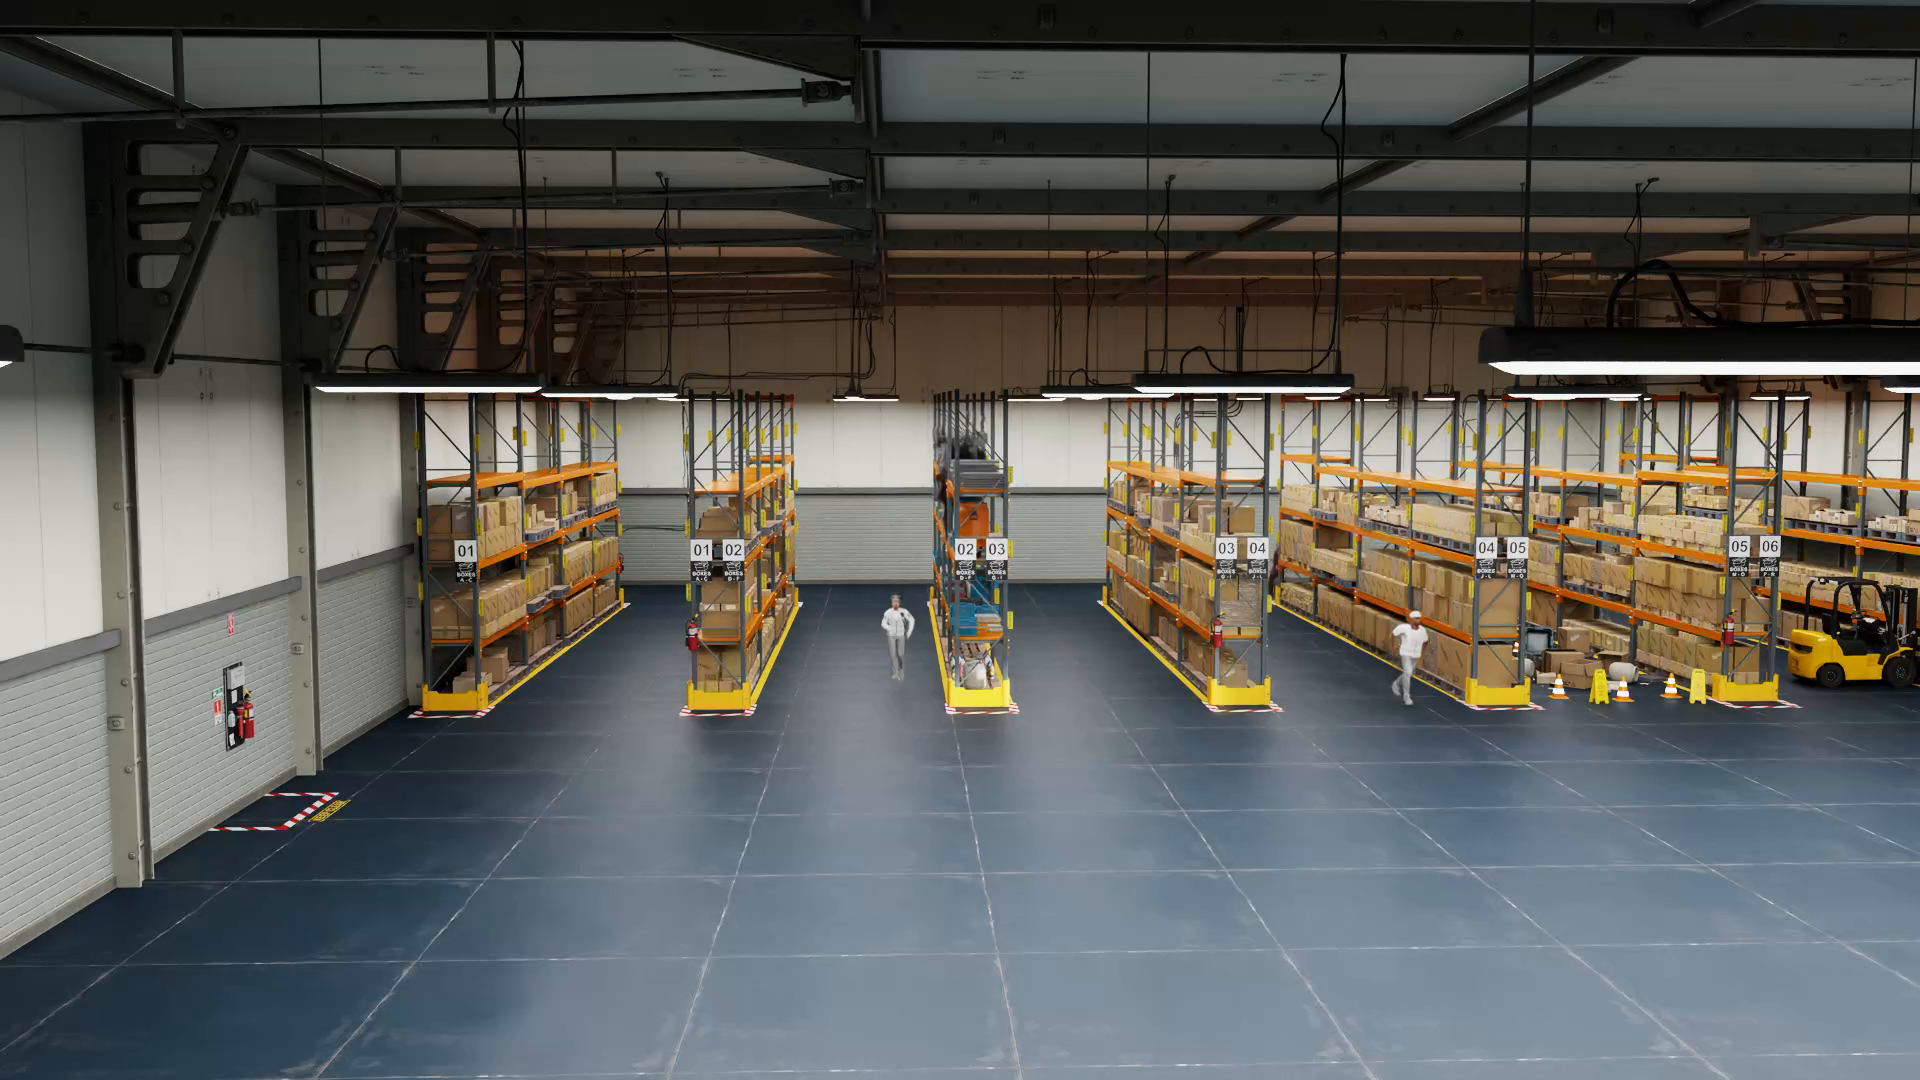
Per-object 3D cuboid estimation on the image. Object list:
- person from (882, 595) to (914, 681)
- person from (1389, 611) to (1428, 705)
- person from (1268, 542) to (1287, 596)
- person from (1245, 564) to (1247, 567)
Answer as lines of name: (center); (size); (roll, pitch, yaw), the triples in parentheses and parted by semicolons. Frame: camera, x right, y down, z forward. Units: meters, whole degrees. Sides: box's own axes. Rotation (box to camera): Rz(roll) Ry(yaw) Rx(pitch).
person: (-1.230, 1.934, 32.800); (0.635, 1.723, 0.618); (0, 5, 0)
person: (8.686, 2.231, 32.069); (0.737, 1.743, 0.962); (-1, 5, -17)
person: (9.363, 0.849, 49.114); (0.934, 1.784, 0.758); (2, 5, 22)
person: (7.971, 1.212, 45.141); (0.562, 1.725, 0.768); (0, 5, 0)
